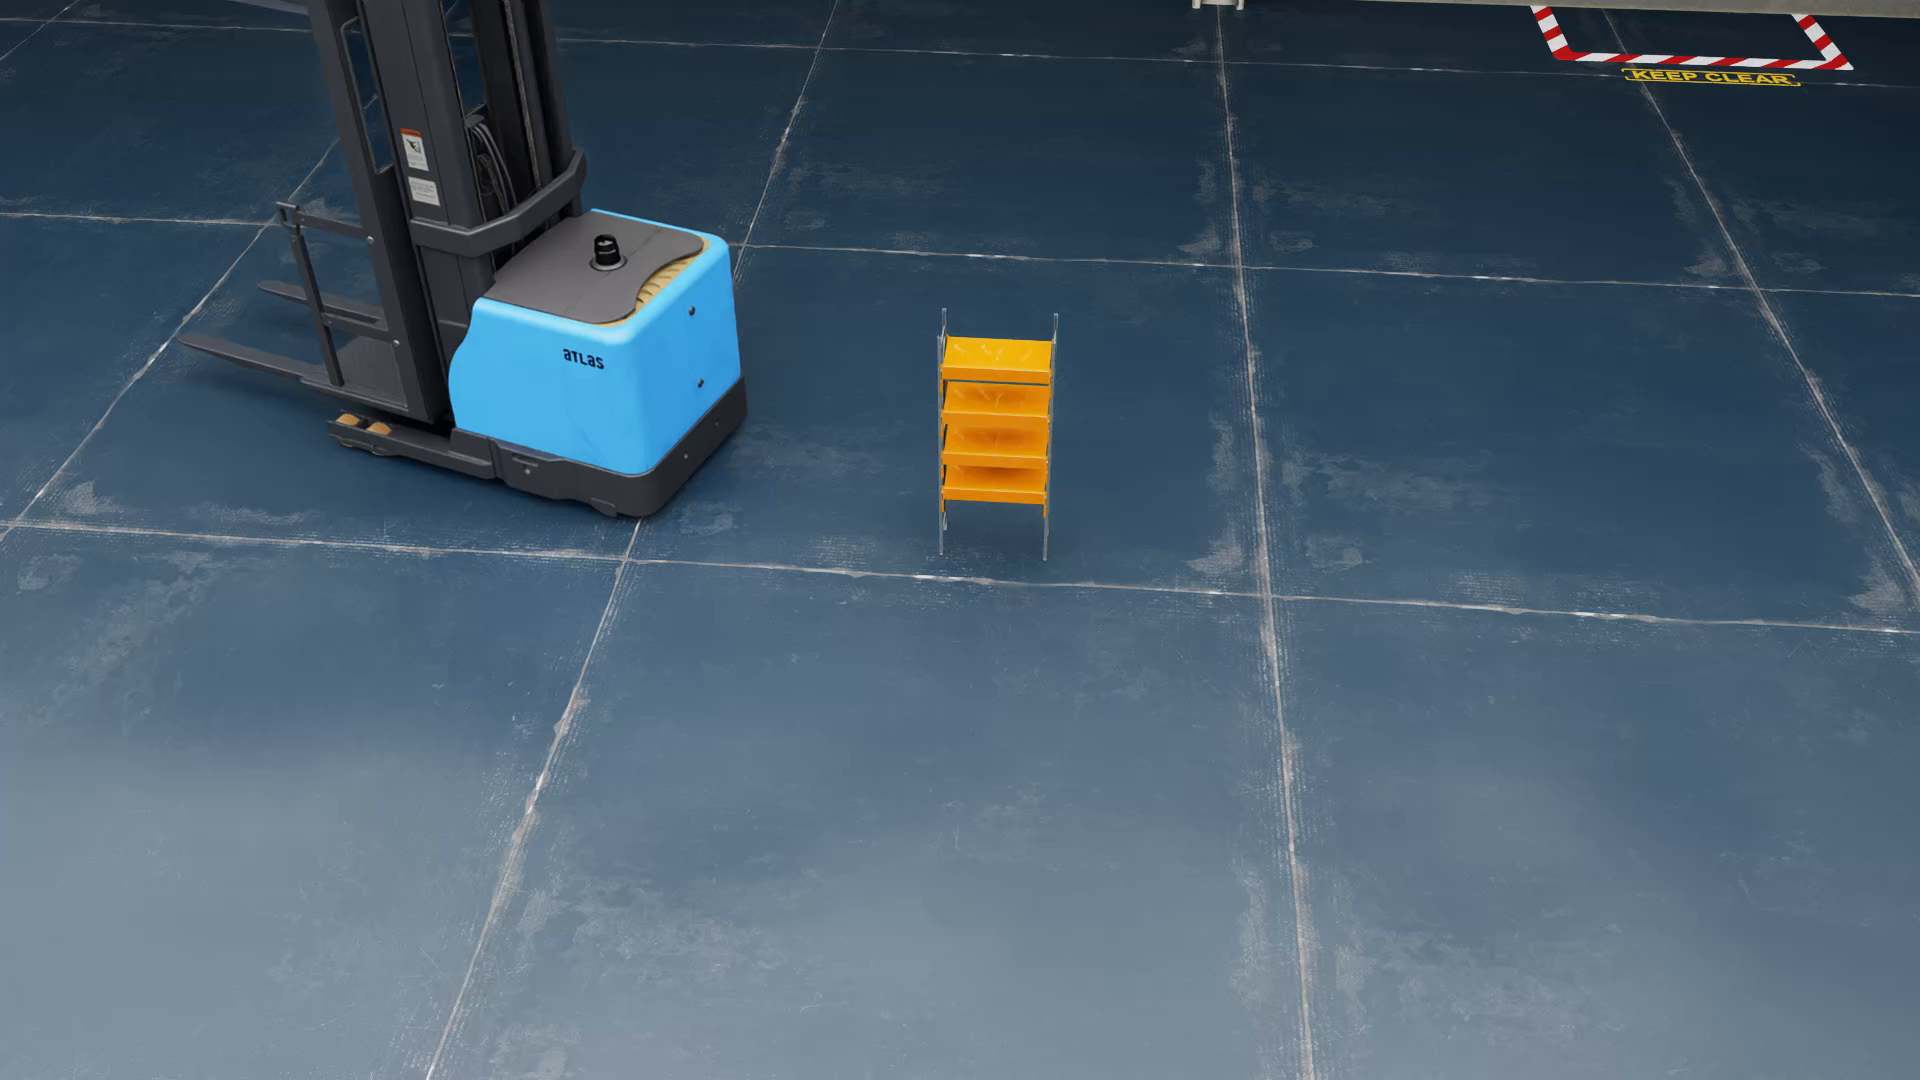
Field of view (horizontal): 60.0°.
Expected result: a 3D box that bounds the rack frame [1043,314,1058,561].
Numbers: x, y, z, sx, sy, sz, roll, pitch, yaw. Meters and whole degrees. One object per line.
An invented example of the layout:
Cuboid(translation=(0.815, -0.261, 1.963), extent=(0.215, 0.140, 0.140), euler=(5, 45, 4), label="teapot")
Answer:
Cuboid(translation=(0.408, -0.443, 7.514), extent=(0.015, 1.200, 0.240), euler=(3, 39, 4), label="rack frame")

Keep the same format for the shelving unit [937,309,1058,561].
Cuboid(translation=(0.165, -0.456, 7.531), extent=(0.503, 1.200, 0.258), euler=(3, 39, 4), label="shelving unit")

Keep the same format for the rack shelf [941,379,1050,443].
Cuboid(translation=(0.165, -0.578, 7.432), extent=(0.480, 0.148, 0.258), euler=(3, 39, 4), label="rack shelf")

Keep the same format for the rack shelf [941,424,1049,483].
Cuboid(translation=(0.165, -0.404, 7.573), extent=(0.480, 0.148, 0.258), euler=(3, 39, 4), label="rack shelf")

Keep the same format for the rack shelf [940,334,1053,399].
Cuboid(translation=(0.165, -0.761, 7.283), extent=(0.480, 0.148, 0.258), euler=(3, 39, 4), label="rack shelf")

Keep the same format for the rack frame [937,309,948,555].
Cuboid(translation=(-0.078, -0.470, 7.547), extent=(0.015, 1.200, 0.240), euler=(3, 39, 4), label="rack frame")

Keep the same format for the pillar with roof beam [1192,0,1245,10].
Cuboid(translation=(1.665, -5.045, 6.990), extent=(0.400, 9.000, 9.100), euler=(3, 39, 4), label="pillar with roof beam")

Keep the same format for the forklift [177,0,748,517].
Cuboid(translation=(-2.666, -1.853, 7.876), extent=(3.031, 2.935, 1.130), euler=(15, 42, 18), label="forklift")

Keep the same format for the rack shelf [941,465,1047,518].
Cuboid(translation=(0.165, -0.250, 7.698), extent=(0.480, 0.148, 0.258), euler=(3, 39, 4), label="rack shelf")
